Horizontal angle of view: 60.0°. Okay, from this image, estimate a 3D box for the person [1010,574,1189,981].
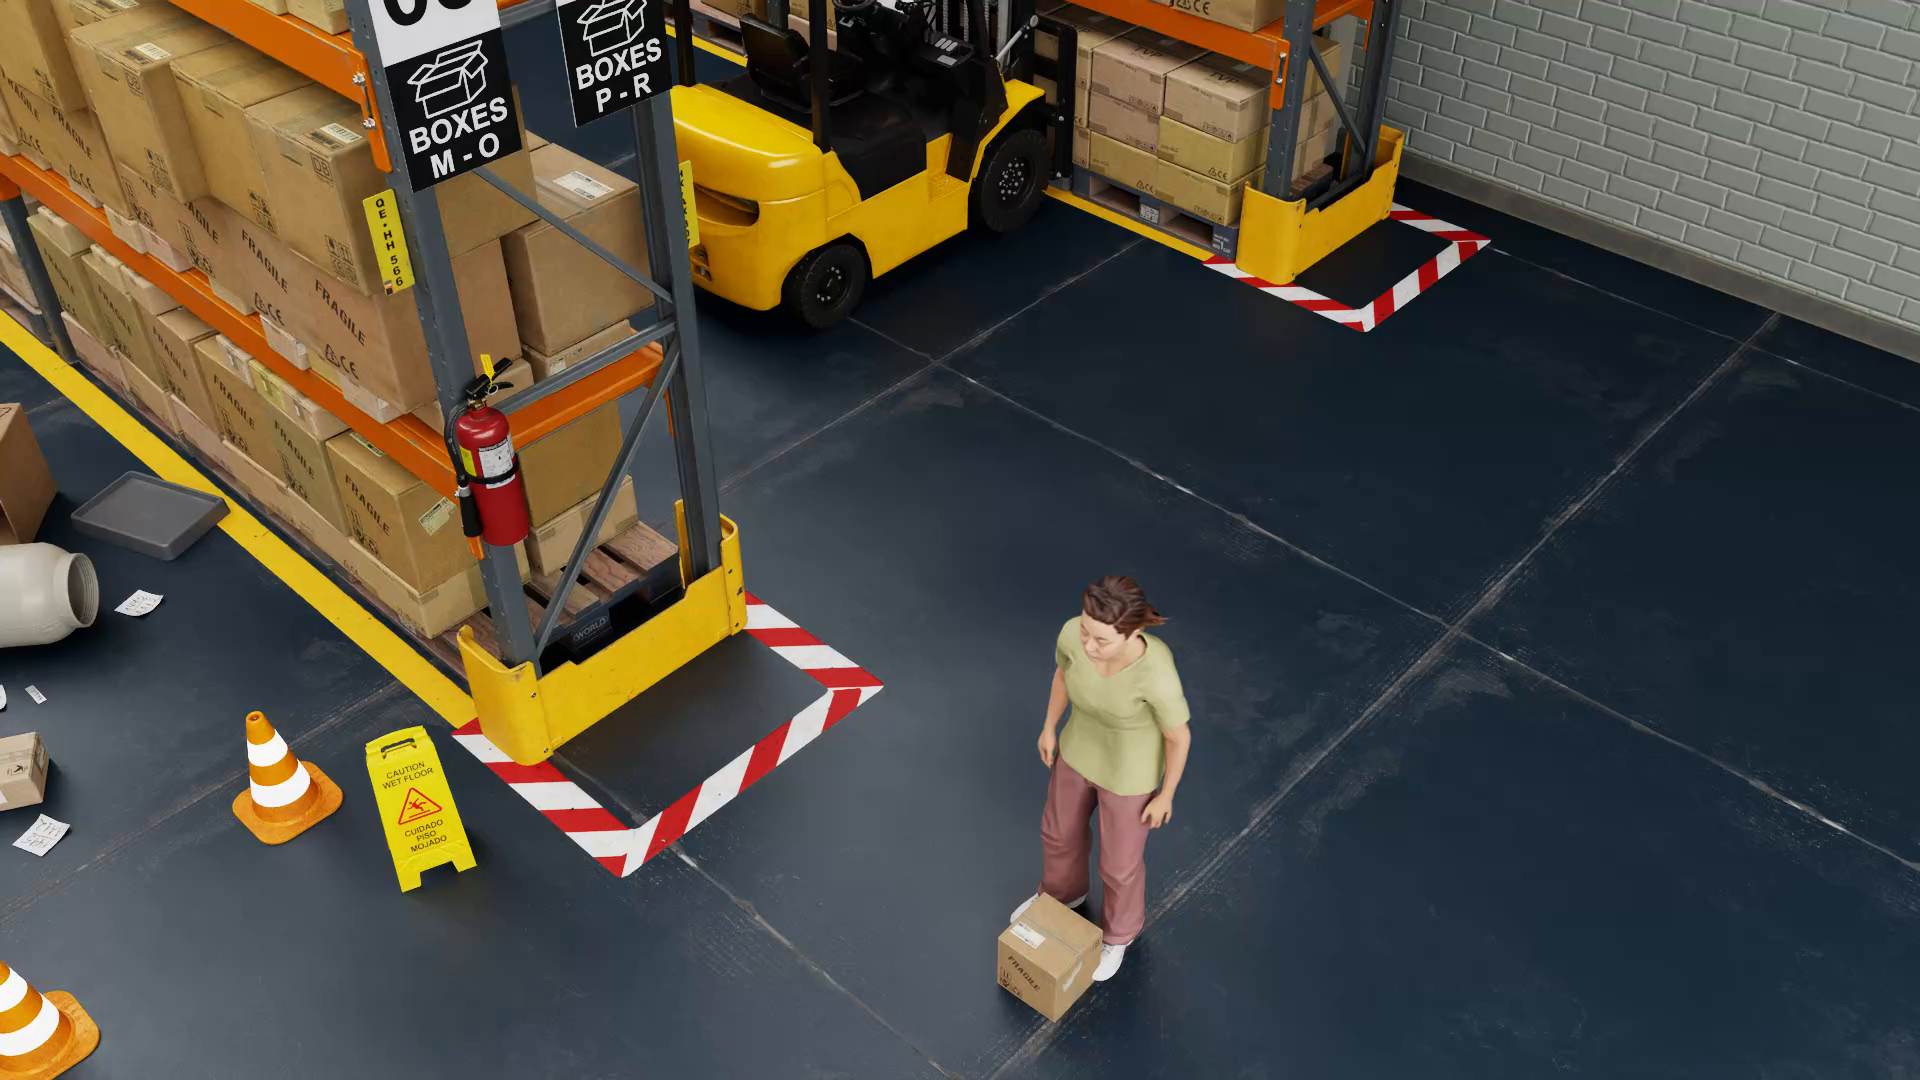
[{"bbox_3d":[0.460,0.729,5.271,0.503,1.672,0.352,30,48,31],"label":"person"}]
